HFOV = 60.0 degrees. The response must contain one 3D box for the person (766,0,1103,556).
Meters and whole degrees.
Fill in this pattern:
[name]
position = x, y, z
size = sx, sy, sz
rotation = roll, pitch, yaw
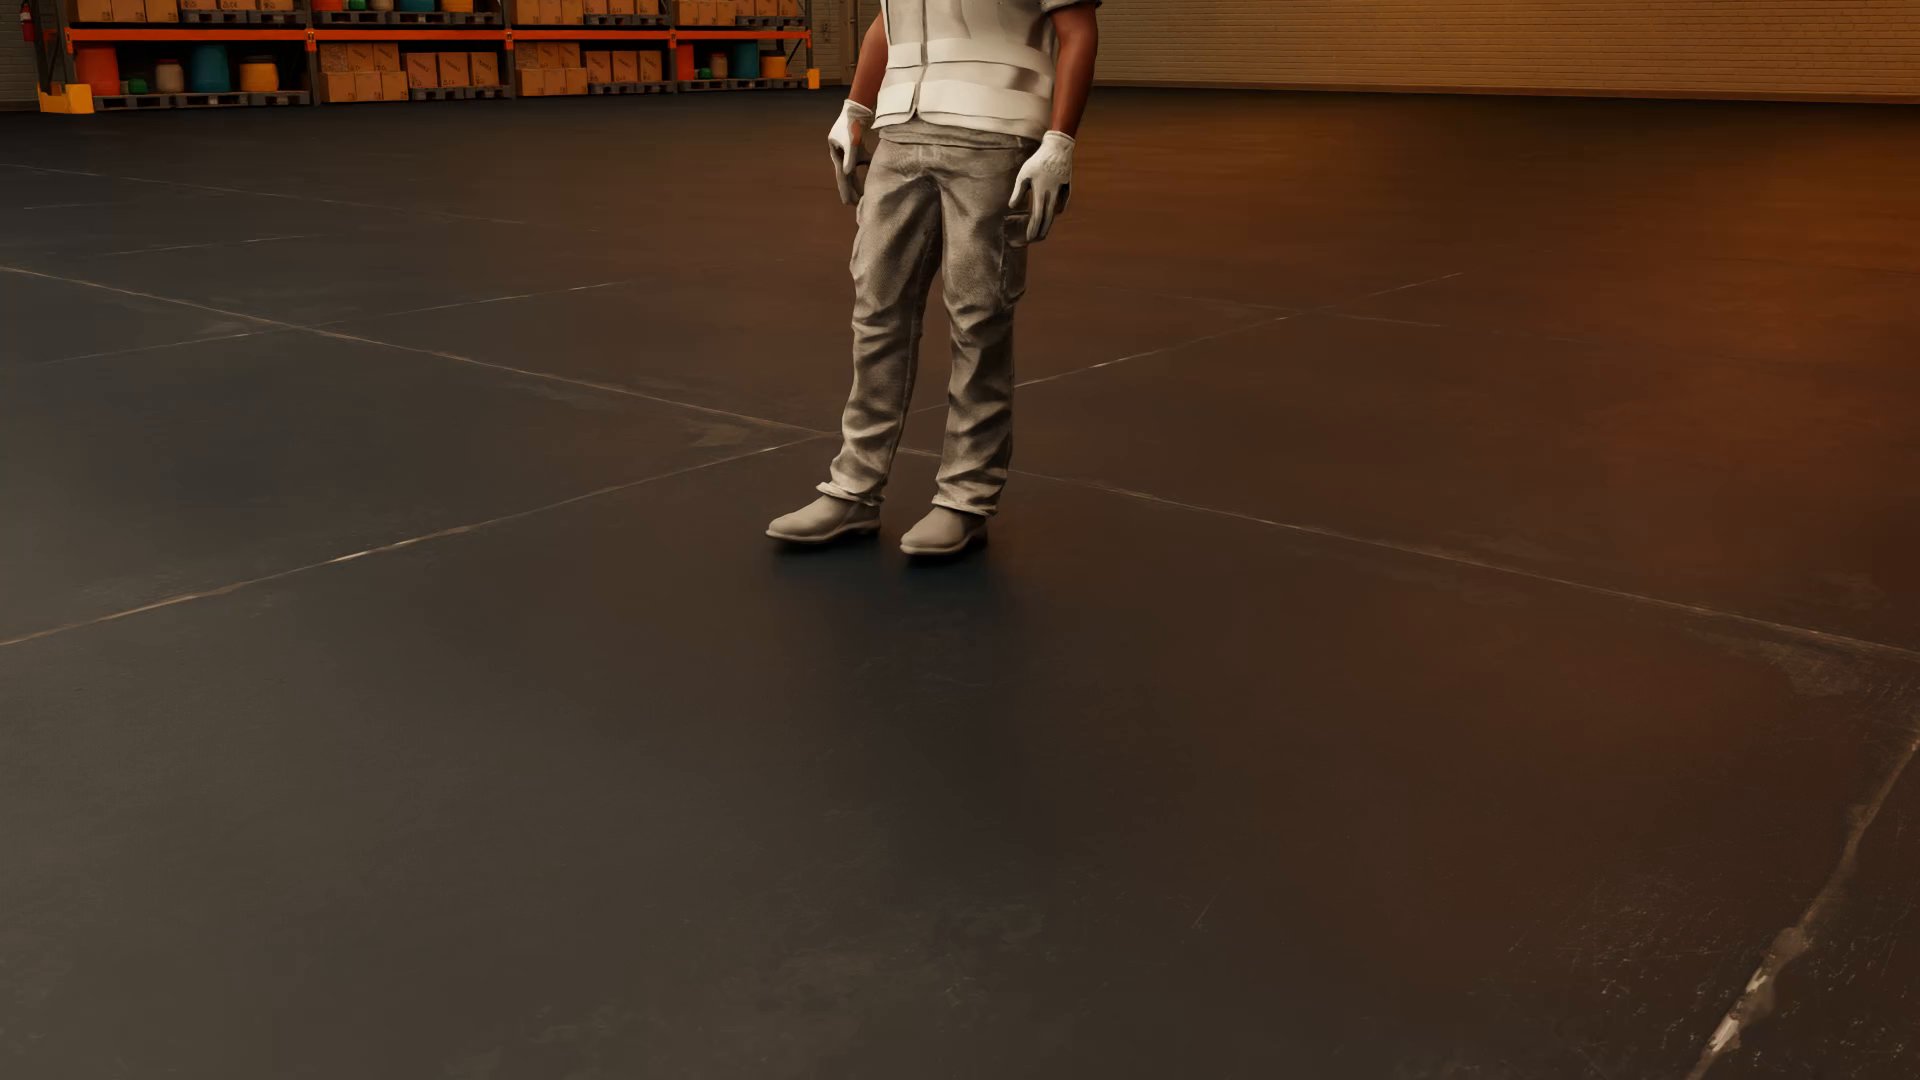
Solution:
[person]
position = -0.052, -0.845, 3.632
size = 0.656, 1.784, 0.575
rotation = 13, 21, 37
